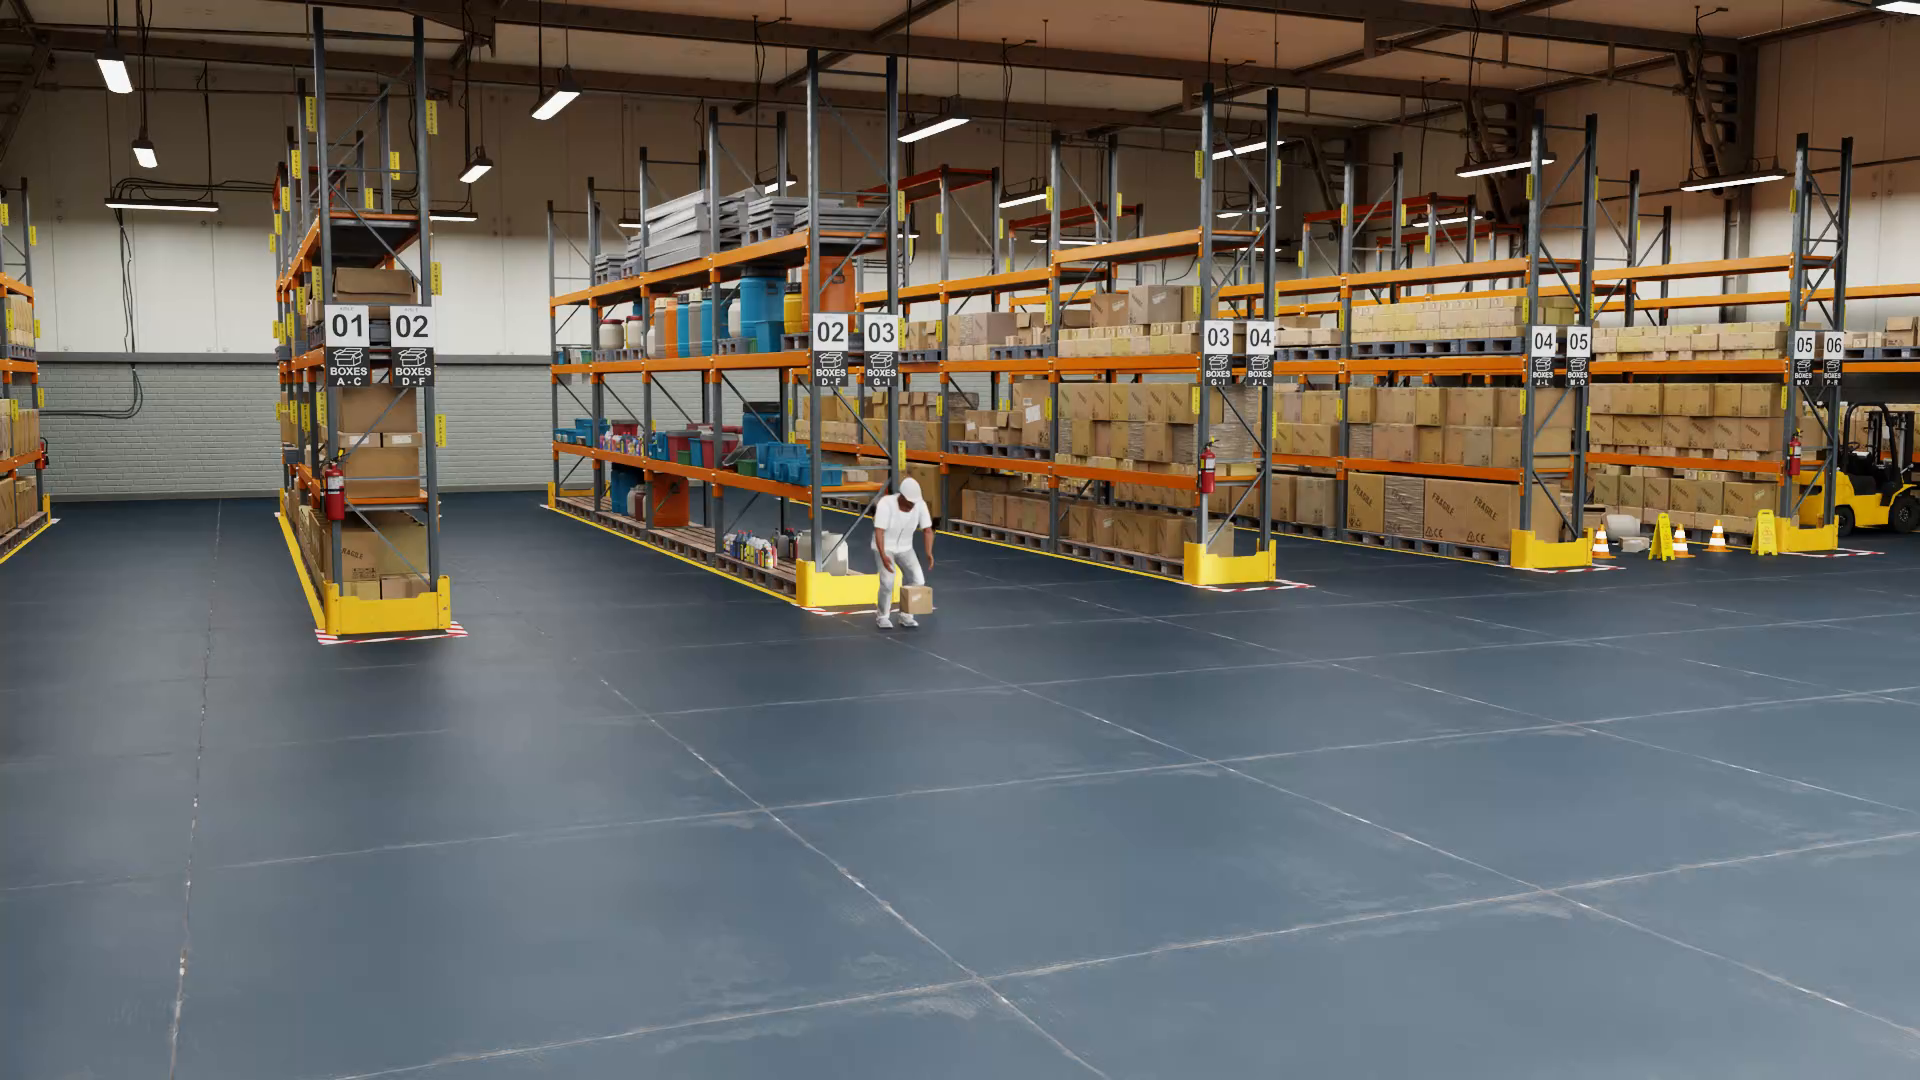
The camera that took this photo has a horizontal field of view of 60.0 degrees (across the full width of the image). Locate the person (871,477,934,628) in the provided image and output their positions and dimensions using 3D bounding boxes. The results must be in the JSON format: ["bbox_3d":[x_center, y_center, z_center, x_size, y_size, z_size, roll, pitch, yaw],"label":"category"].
[{"bbox_3d":[-0.583,0.119,16.706,0.627,1.517,0.687,-2,6,-23],"label":"person"}]
